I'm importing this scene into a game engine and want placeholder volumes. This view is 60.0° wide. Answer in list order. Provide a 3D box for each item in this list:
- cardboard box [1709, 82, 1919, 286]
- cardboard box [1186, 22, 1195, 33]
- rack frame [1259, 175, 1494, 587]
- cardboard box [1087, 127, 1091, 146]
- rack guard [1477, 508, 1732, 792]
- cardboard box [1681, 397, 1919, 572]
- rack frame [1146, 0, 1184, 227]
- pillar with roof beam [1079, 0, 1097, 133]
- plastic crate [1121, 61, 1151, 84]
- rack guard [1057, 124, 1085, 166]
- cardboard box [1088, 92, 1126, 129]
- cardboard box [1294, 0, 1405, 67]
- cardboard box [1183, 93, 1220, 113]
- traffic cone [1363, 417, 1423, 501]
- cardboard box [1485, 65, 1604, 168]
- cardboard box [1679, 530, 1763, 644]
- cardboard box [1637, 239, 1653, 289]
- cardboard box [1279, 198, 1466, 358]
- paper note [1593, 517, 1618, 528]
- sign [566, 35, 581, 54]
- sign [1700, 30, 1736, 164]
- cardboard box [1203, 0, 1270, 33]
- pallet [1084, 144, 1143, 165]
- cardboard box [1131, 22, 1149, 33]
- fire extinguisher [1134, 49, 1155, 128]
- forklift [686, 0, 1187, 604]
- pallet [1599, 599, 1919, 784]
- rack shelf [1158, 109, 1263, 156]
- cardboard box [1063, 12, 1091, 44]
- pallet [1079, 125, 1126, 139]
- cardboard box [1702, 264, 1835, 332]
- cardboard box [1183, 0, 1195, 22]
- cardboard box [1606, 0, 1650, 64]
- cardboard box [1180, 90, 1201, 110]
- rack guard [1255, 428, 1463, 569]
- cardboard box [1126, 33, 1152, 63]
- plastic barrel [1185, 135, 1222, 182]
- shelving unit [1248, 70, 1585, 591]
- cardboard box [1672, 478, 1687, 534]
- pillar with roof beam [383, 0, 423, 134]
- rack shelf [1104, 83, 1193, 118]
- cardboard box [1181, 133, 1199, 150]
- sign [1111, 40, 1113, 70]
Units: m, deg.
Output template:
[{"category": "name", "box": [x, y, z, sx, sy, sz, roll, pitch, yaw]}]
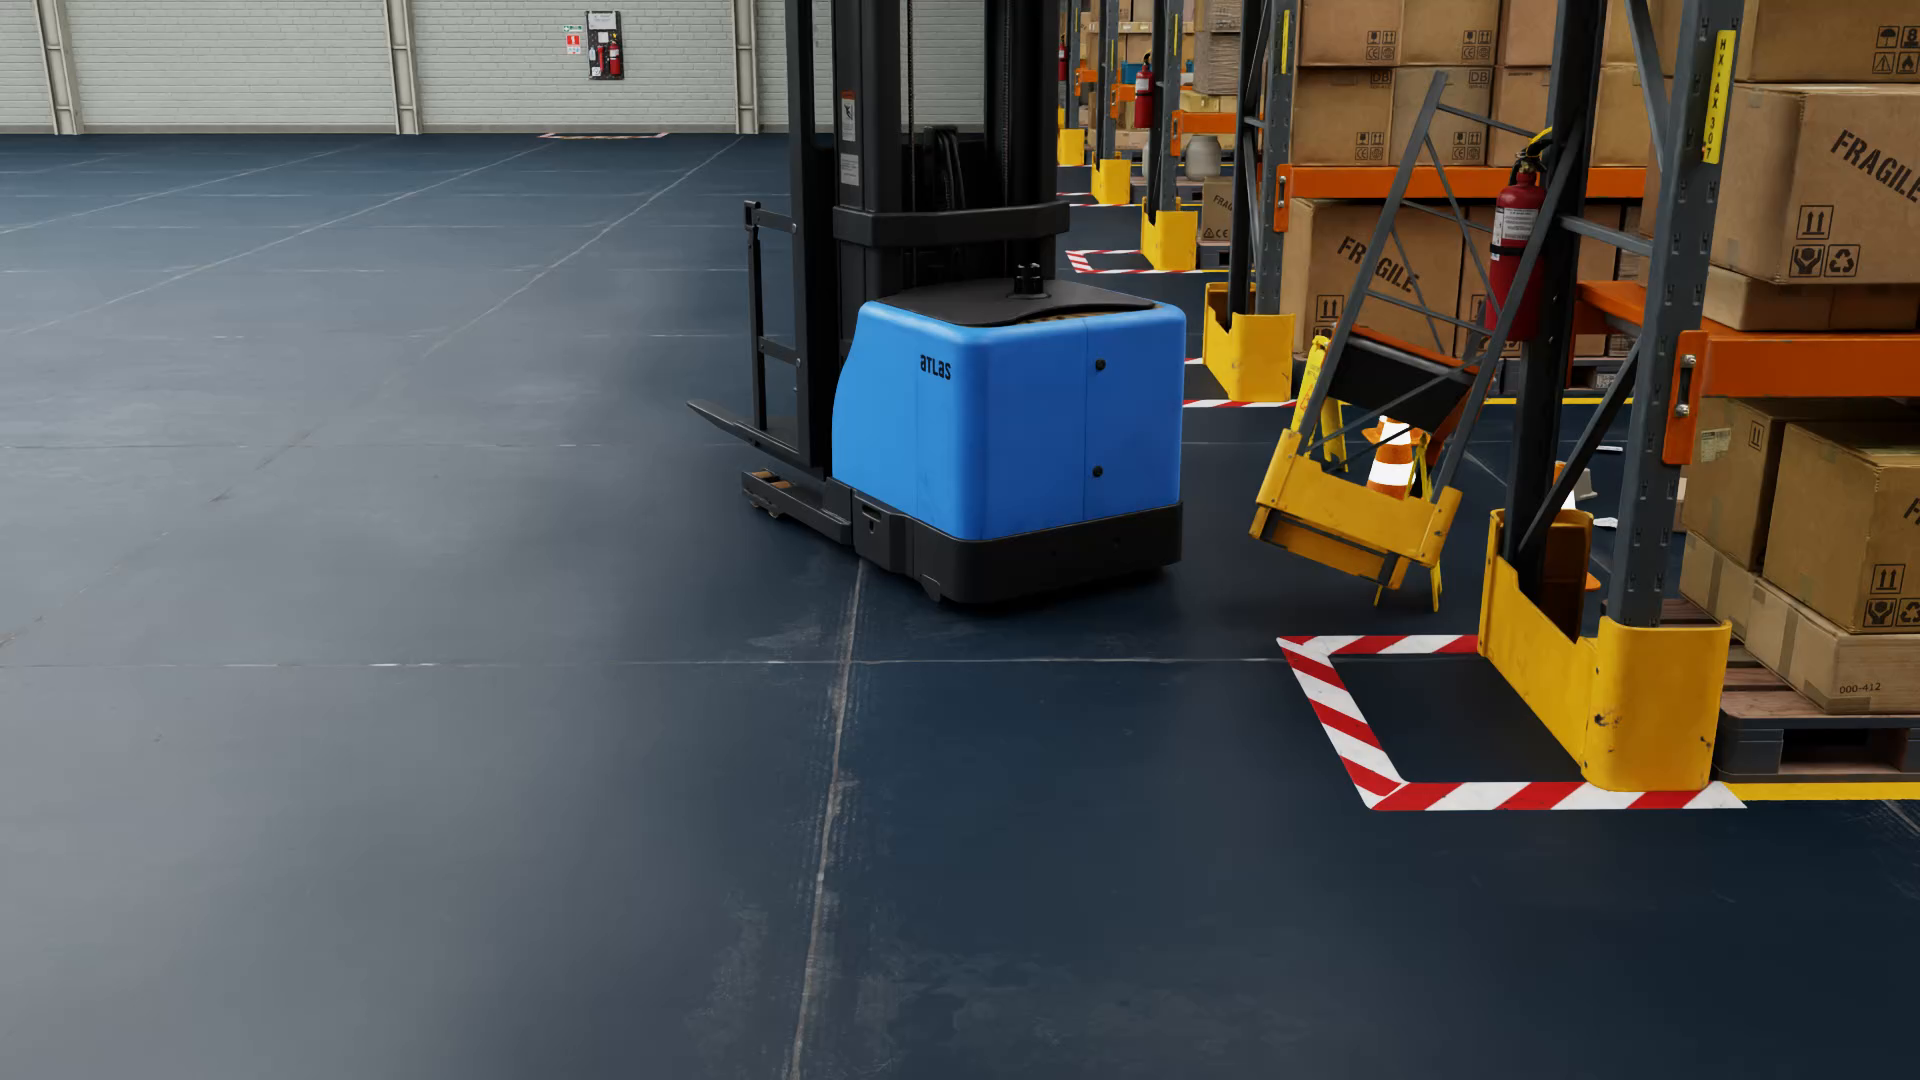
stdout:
[{"category": "cardboard box", "box": [2.399, -0.989, 4.568, 0.500, 0.500, 0.500, -1, 18, -2]}, {"category": "cardboard box", "box": [3.295, -7.233, 23.460, 0.250, 0.149, 0.380, -1, 18, -2]}, {"category": "rack frame", "box": [1.631, -0.613, 6.253, 0.500, 1.500, 0.032, 21, -2, 10]}, {"category": "cardboard box", "box": [2.144, -5.918, 24.398, 0.500, 0.250, 0.500, 0, 18, -1]}, {"category": "rack guard", "box": [1.997, 0.308, 5.268, 0.348, 0.500, 1.175, 0, 18, -1]}, {"category": "cardboard box", "box": [2.718, -0.213, 5.387, 0.500, 0.500, 0.500, 0, 18, -1]}, {"category": "rack frame", "box": [1.765, -3.908, 14.321, 0.127, 3.000, 1.000, 0, 18, -1]}, {"category": "pillar with roof beam", "box": [2.284, -10.256, 24.288, 0.400, 9.000, 9.100, 0, 18, -1]}, {"category": "plastic crate", "box": [2.182, -5.444, 19.351, 0.616, 0.251, 0.499, 0, 18, -1]}, {"category": "rack guard", "box": [1.588, -5.744, 24.134, 0.348, 0.500, 1.175, 0, 18, -1]}, {"category": "cardboard box", "box": [2.144, -6.275, 24.285, 0.500, 0.500, 0.500, 0, 18, -1]}, {"category": "cardboard box", "box": [2.114, -2.969, 9.378, 0.550, 0.550, 0.875, 0, 18, -1]}, {"category": "cardboard box", "box": [2.053, -3.717, 14.136, 0.250, 0.149, 0.380, 0, 18, -1]}, {"category": "traffic cone", "box": [1.973, -0.407, 7.559, 0.334, 0.463, 0.336, 0, 18, -1]}, {"category": "cardboard box", "box": [3.224, -2.454, 9.541, 0.550, 0.550, 0.875, 0, 18, -1]}, {"category": "cardboard box", "box": [2.749, 0.141, 5.510, 0.500, 0.250, 0.500, 0, 18, -1]}, {"category": "cardboard box", "box": [2.292, -0.829, 5.133, 0.250, 0.149, 0.380, 0, 18, 1]}, {"category": "cardboard box", "box": [2.419, -1.605, 9.930, 0.875, 0.875, 0.875, 0, 18, -1]}, {"category": "paper note", "box": [2.835, -0.080, 7.248, 0.142, 0.019, 0.148, -7, 19, -20]}, {"category": "sign", "box": [-6.809, -8.731, 29.296, 0.234, 0.329, 0.001, 0, 18, -1]}, {"category": "sign", "box": [1.930, -1.128, 4.237, 0.005, 0.325, 0.100, 0, 18, -1]}, {"category": "cardboard box", "box": [2.319, -4.493, 13.856, 0.500, 0.500, 0.500, 0, 18, -1]}, {"category": "pallet", "box": [2.376, -5.623, 24.230, 1.213, 0.211, 1.003, 0, 18, -1]}, {"category": "cardboard box", "box": [2.521, -7.229, 23.448, 0.250, 0.149, 0.380, 0, 18, -1]}, {"category": "fire extinguisher", "box": [1.643, -4.012, 14.770, 0.183, 0.674, 0.296, 0, 18, -1]}, {"category": "forklift", "box": [-0.327, -1.557, 7.104, 1.130, 2.935, 3.031, -11, 21, -30]}, {"category": "pallet", "box": [2.810, 0.453, 5.291, 1.213, 0.211, 1.003, 0, 18, -1]}, {"category": "rack shelf", "box": [3.764, -3.576, 14.461, 4.000, 0.370, 1.077, 0, 18, -1]}, {"category": "cardboard box", "box": [2.012, -8.653, 28.095, 0.500, 0.500, 0.500, 0, 18, -1]}, {"category": "pallet", "box": [2.419, -7.113, 28.874, 1.213, 0.211, 1.003, 0, 18, -1]}, {"category": "cardboard box", "box": [2.264, -0.701, 4.732, 0.250, 0.149, 0.380, 0, 18, -1]}, {"category": "cardboard box", "box": [3.162, -7.605, 23.556, 0.500, 0.500, 0.700, 0, 18, -1]}, {"category": "cardboard box", "box": [3.752, -3.003, 9.485, 0.500, 0.550, 0.875, 0, 18, -1]}, {"category": "cardboard box", "box": [2.046, -3.853, 14.560, 0.250, 0.149, 0.380, 0, 18, -1]}, {"category": "rack guard", "box": [1.255, -0.132, 5.247, 0.587, 0.250, 0.087, 21, -2, 10]}, {"category": "cardboard box", "box": [2.604, -6.984, 23.744, 0.500, 0.500, 0.700, 0, 18, 1]}, {"category": "plastic barrel", "box": [2.844, -4.465, 19.442, 0.421, 0.512, 0.421, 0, 18, 0]}, {"category": "shelving unit", "box": [1.557, -0.663, 5.762, 0.587, 1.500, 1.083, 21, -2, 10]}, {"category": "cardboard box", "box": [3.199, -0.148, 7.264, 0.250, 0.149, 0.380, 10, 20, 28]}, {"category": "pillar with roof beam", "box": [-9.714, -10.198, 24.107, 0.400, 9.000, 9.100, 0, 18, -1]}, {"category": "rack shelf", "box": [3.686, -5.088, 19.176, 4.000, 0.370, 1.077, 0, 18, -1]}, {"category": "cardboard box", "box": [3.152, -5.765, 23.923, 0.500, 0.250, 0.500, 0, 18, -1]}, {"category": "sign", "box": [1.691, -5.385, 18.470, 0.005, 0.325, 0.100, 0, 18, -1]}]
